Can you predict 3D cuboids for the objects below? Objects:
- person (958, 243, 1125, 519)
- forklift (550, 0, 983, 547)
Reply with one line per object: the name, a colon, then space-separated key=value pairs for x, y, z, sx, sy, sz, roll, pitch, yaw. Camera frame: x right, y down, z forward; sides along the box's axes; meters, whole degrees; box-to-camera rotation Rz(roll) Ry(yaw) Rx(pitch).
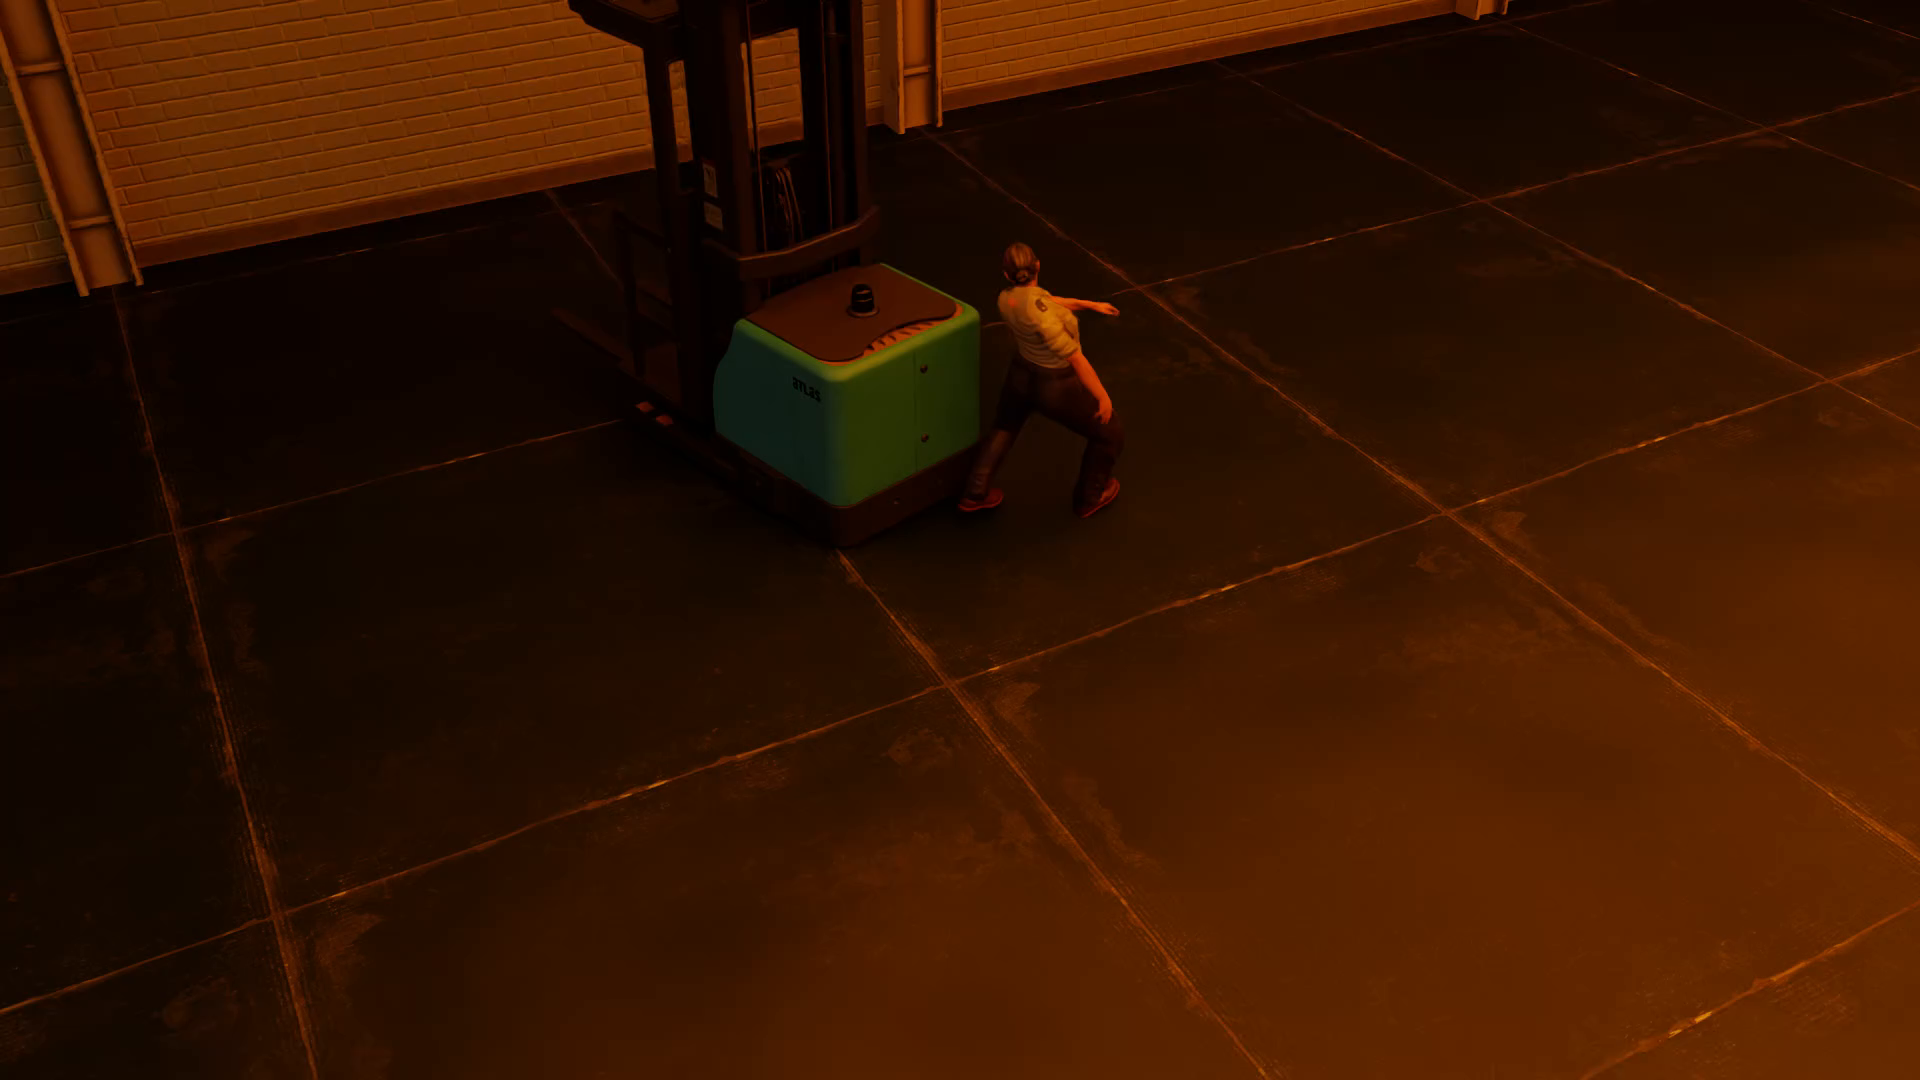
person: x=0.493 y=-0.788 z=8.468 sx=0.738 sy=1.534 sz=0.843 roll=27 pitch=43 yaw=32
forklift: x=-1.256 y=-1.922 z=8.842 sx=1.130 sy=2.935 sz=3.031 roll=-29 pitch=44 yaw=-34
